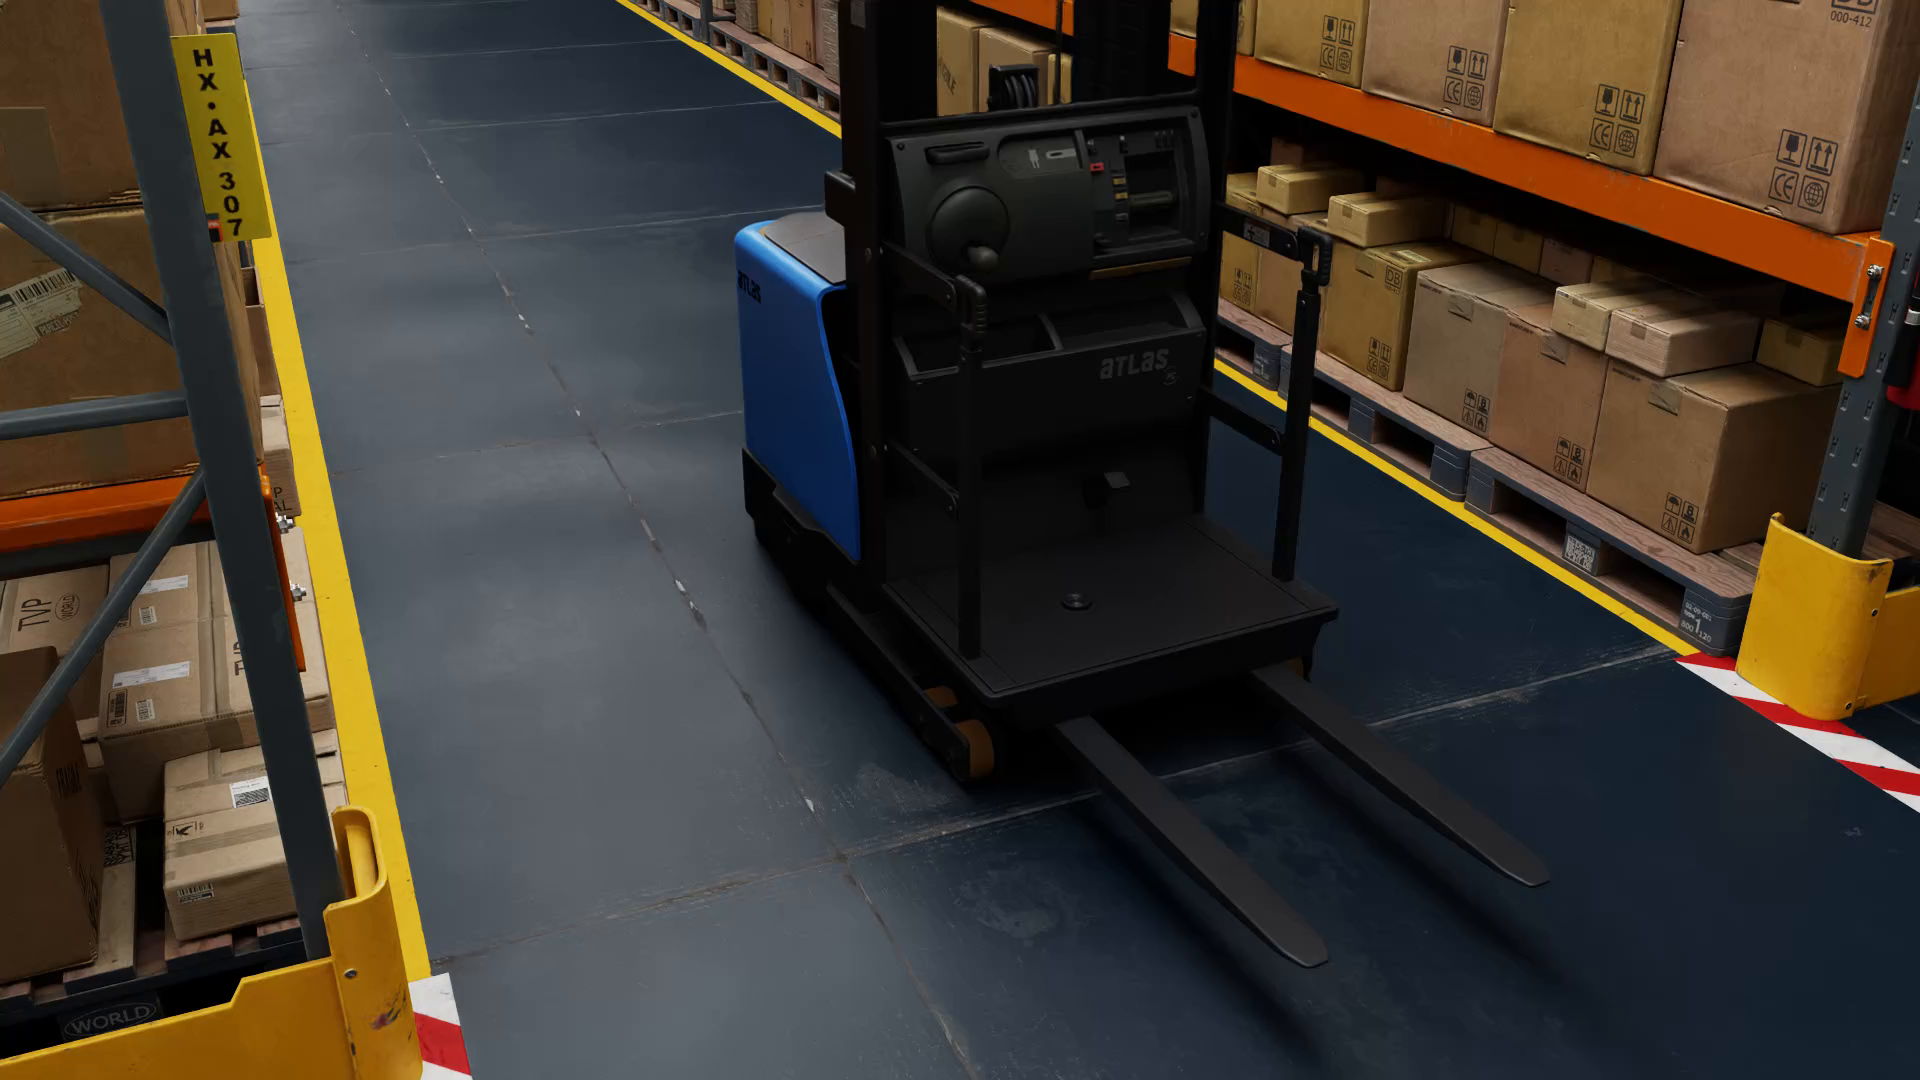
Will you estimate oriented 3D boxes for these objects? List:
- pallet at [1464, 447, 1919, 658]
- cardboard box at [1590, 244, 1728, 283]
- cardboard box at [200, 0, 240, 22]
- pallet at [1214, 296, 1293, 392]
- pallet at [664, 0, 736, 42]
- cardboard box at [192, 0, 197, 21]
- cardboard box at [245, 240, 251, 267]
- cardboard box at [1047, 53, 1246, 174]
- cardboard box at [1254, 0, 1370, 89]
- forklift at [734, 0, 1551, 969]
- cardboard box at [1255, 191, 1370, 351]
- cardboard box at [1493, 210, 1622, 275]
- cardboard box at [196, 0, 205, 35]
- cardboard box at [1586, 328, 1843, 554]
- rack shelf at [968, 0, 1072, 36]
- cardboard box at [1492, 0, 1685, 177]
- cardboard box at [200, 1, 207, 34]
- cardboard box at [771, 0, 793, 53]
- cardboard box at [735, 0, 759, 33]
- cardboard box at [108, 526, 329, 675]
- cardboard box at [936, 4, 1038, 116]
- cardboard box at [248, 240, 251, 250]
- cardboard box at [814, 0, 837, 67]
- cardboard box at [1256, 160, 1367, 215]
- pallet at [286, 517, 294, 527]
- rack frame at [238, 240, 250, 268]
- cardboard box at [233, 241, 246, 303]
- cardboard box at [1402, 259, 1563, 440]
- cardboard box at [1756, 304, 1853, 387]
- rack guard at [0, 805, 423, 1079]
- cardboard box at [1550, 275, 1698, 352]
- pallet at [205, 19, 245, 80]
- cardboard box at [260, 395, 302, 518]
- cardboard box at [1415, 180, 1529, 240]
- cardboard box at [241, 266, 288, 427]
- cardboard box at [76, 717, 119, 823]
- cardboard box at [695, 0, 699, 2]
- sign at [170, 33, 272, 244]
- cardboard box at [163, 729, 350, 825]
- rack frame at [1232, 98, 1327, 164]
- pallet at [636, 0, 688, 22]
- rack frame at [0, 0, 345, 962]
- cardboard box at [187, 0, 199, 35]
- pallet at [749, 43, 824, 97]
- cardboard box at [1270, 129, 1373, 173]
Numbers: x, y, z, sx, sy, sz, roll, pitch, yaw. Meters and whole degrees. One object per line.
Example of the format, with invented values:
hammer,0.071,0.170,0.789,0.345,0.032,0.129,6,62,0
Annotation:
pallet,2.495,-0.062,5.637,1.003,0.211,1.213,-11,28,-21
cardboard box,2.451,-0.918,5.842,0.380,0.149,0.250,-10,28,-20
cardboard box,-3.222,-2.232,6.309,0.700,0.500,0.500,-22,34,-37
pallet,1.540,-1.047,7.655,1.003,0.211,1.213,-11,28,-21
pallet,-2.114,-4.862,15.468,1.003,0.211,1.213,-11,28,-21
cardboard box,-2.406,-1.693,4.545,0.500,0.500,0.500,-10,28,-20
cardboard box,-3.208,-1.080,6.890,0.500,0.500,0.500,-12,28,-23
cardboard box,0.940,-2.084,8.570,0.750,0.750,0.750,-10,28,-20
cardboard box,1.792,-2.238,6.573,0.980,0.700,0.700,-11,28,-22
forklift,0.351,-0.894,4.240,1.130,2.935,3.031,-12,29,-23
cardboard box,1.706,-1.163,7.084,0.700,0.500,0.500,-11,28,-21
cardboard box,2.249,-1.124,6.264,0.380,0.149,0.250,-10,28,-20
cardboard box,-2.404,-1.241,4.758,0.500,0.500,0.500,-10,28,-19
cardboard box,2.514,-0.337,5.392,0.700,0.500,0.500,-11,28,-21
rack shelf,0.531,-3.105,9.511,1.077,0.370,4.000,-11,28,-21
cardboard box,2.376,-1.637,5.342,0.980,0.700,0.700,-11,28,-21
cardboard box,-2.811,-1.655,5.608,0.500,0.500,0.500,-10,28,-20
cardboard box,-1.104,-4.218,13.317,0.700,0.500,0.500,-10,28,-20
cardboard box,-1.515,-4.631,14.163,0.700,0.500,0.500,-10,28,-19
cardboard box,-2.020,0.213,4.528,0.500,0.250,0.500,-11,28,-21
cardboard box,0.252,-2.784,10.005,0.750,0.750,0.750,-11,28,-21
cardboard box,-3.813,-1.700,8.161,0.500,0.500,0.500,-12,28,-23
cardboard box,-0.677,-3.820,12.502,0.700,0.500,0.500,-11,28,-21
cardboard box,1.479,-1.489,7.011,0.380,0.149,0.250,-10,28,-19
pallet,-2.493,0.256,4.986,1.003,0.211,1.213,-11,28,-21
rack frame,-3.243,-1.768,5.953,1.000,3.000,0.127,-11,28,-21
cardboard box,-2.008,-0.833,3.924,0.500,0.500,0.500,-11,28,-21
cardboard box,2.121,-0.742,6.221,0.700,0.500,0.500,-12,28,-22
cardboard box,2.747,-0.612,5.216,0.380,0.149,0.250,-10,28,-20
rack guard,-1.706,0.939,3.257,1.175,0.500,0.348,-11,28,-21
cardboard box,2.196,-0.752,5.502,0.380,0.149,0.250,-10,28,-19
pallet,-3.455,-2.023,6.694,1.003,0.211,1.213,-11,28,-21
cardboard box,-2.465,-0.274,5.455,0.500,0.311,0.500,-11,28,-21
cardboard box,2.049,-1.330,6.686,0.380,0.149,0.250,-10,28,-20
cardboard box,-2.758,-0.661,6.033,0.500,0.500,0.500,-11,28,-21
cardboard box,-2.191,0.566,3.900,0.380,0.166,0.250,-11,28,-21
cardboard box,-2.262,-5.337,15.610,0.500,0.500,0.500,-13,29,-24
sign,-1.177,-0.636,2.646,0.100,0.325,0.005,-11,28,-21
cardboard box,-1.622,0.593,3.844,0.380,0.166,0.250,-11,28,-21
rack frame,1.314,-2.621,7.699,1.000,3.000,0.127,-11,28,-21
pallet,-2.596,-5.356,16.479,1.003,0.211,1.213,-11,28,-21
rack frame,-1.676,-0.153,2.645,1.000,3.000,0.127,-11,28,-21
cardboard box,-2.010,-1.285,3.709,0.500,0.500,0.500,-10,28,-20
pallet,-1.031,-3.790,13.272,1.003,0.211,1.213,-11,28,-21
cardboard box,1.639,-1.751,7.548,0.380,0.149,0.250,-11,28,-21
